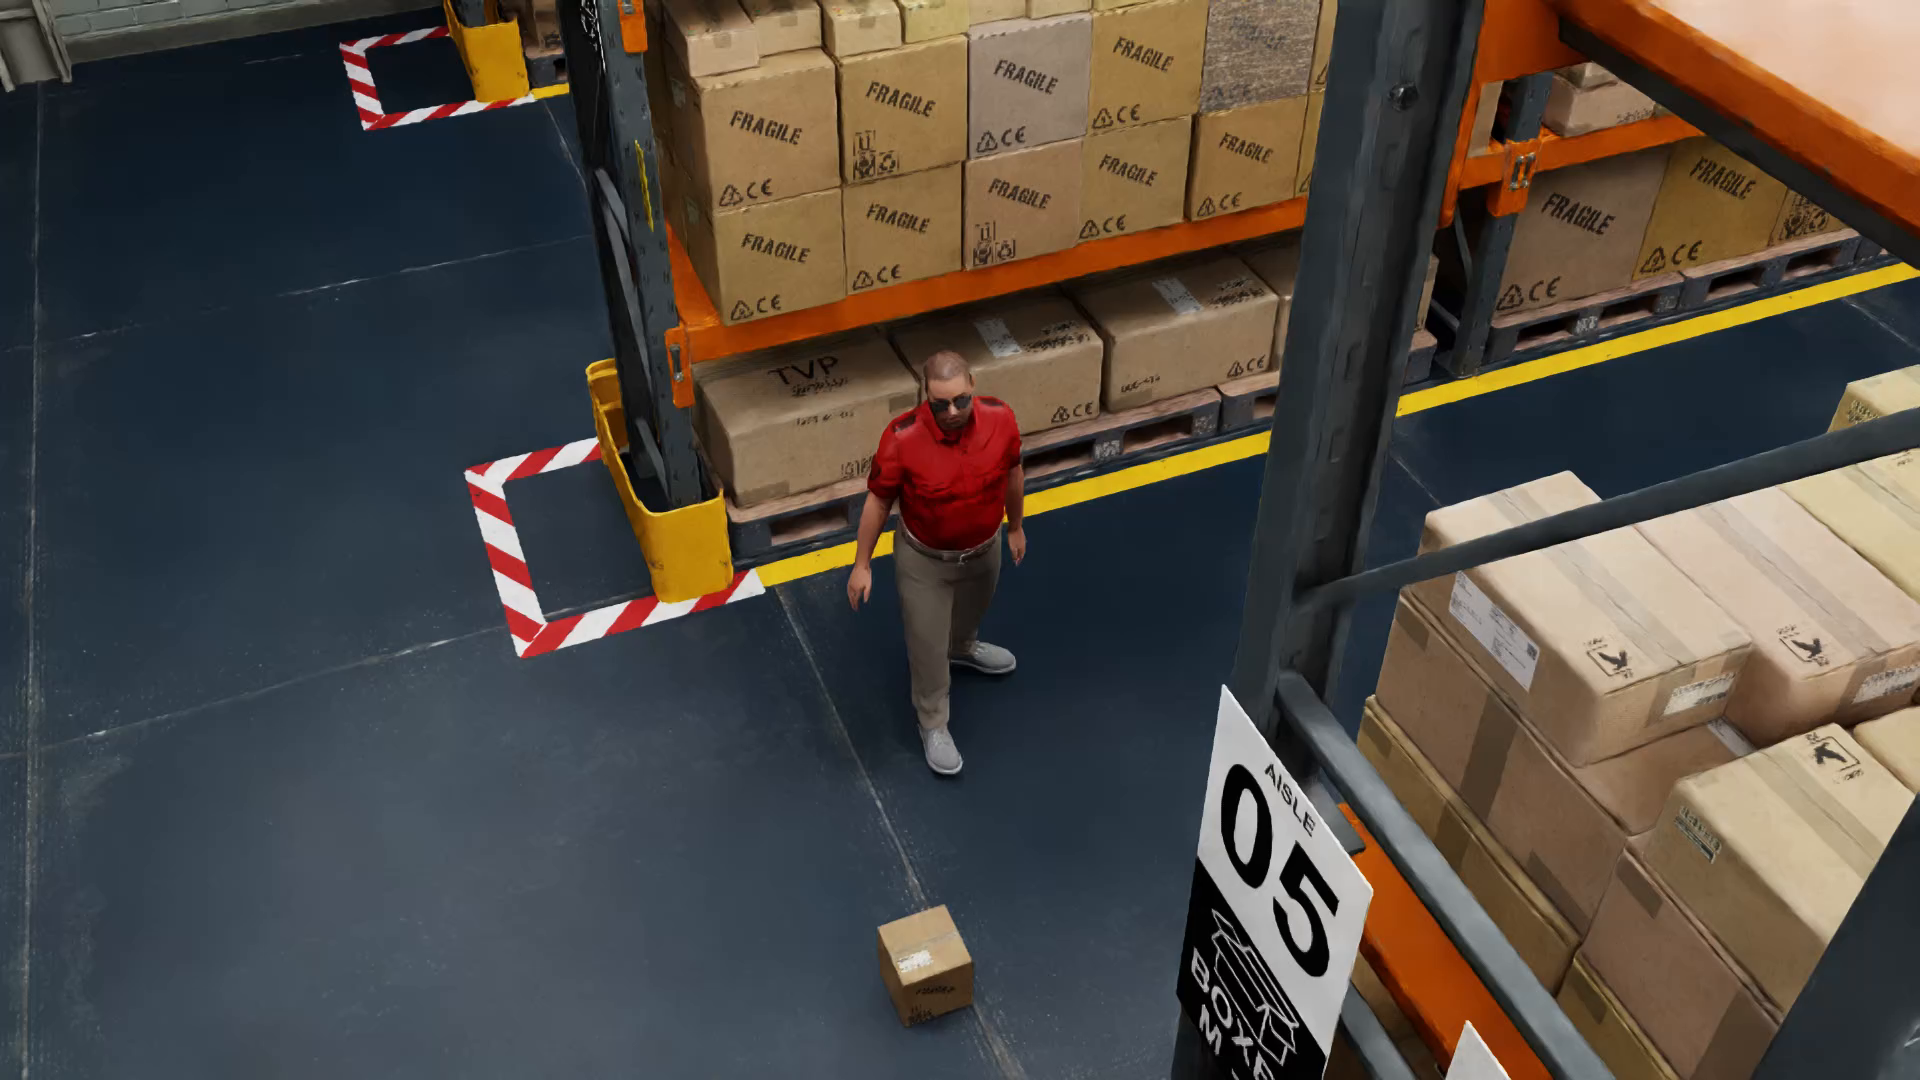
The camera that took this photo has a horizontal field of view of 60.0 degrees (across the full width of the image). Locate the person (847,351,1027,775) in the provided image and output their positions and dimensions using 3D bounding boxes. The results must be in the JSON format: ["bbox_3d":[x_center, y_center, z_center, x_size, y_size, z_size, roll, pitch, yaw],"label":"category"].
[{"bbox_3d":[-0.053,0.053,6.098,0.756,1.716,0.631,-20,45,-21],"label":"person"}]
